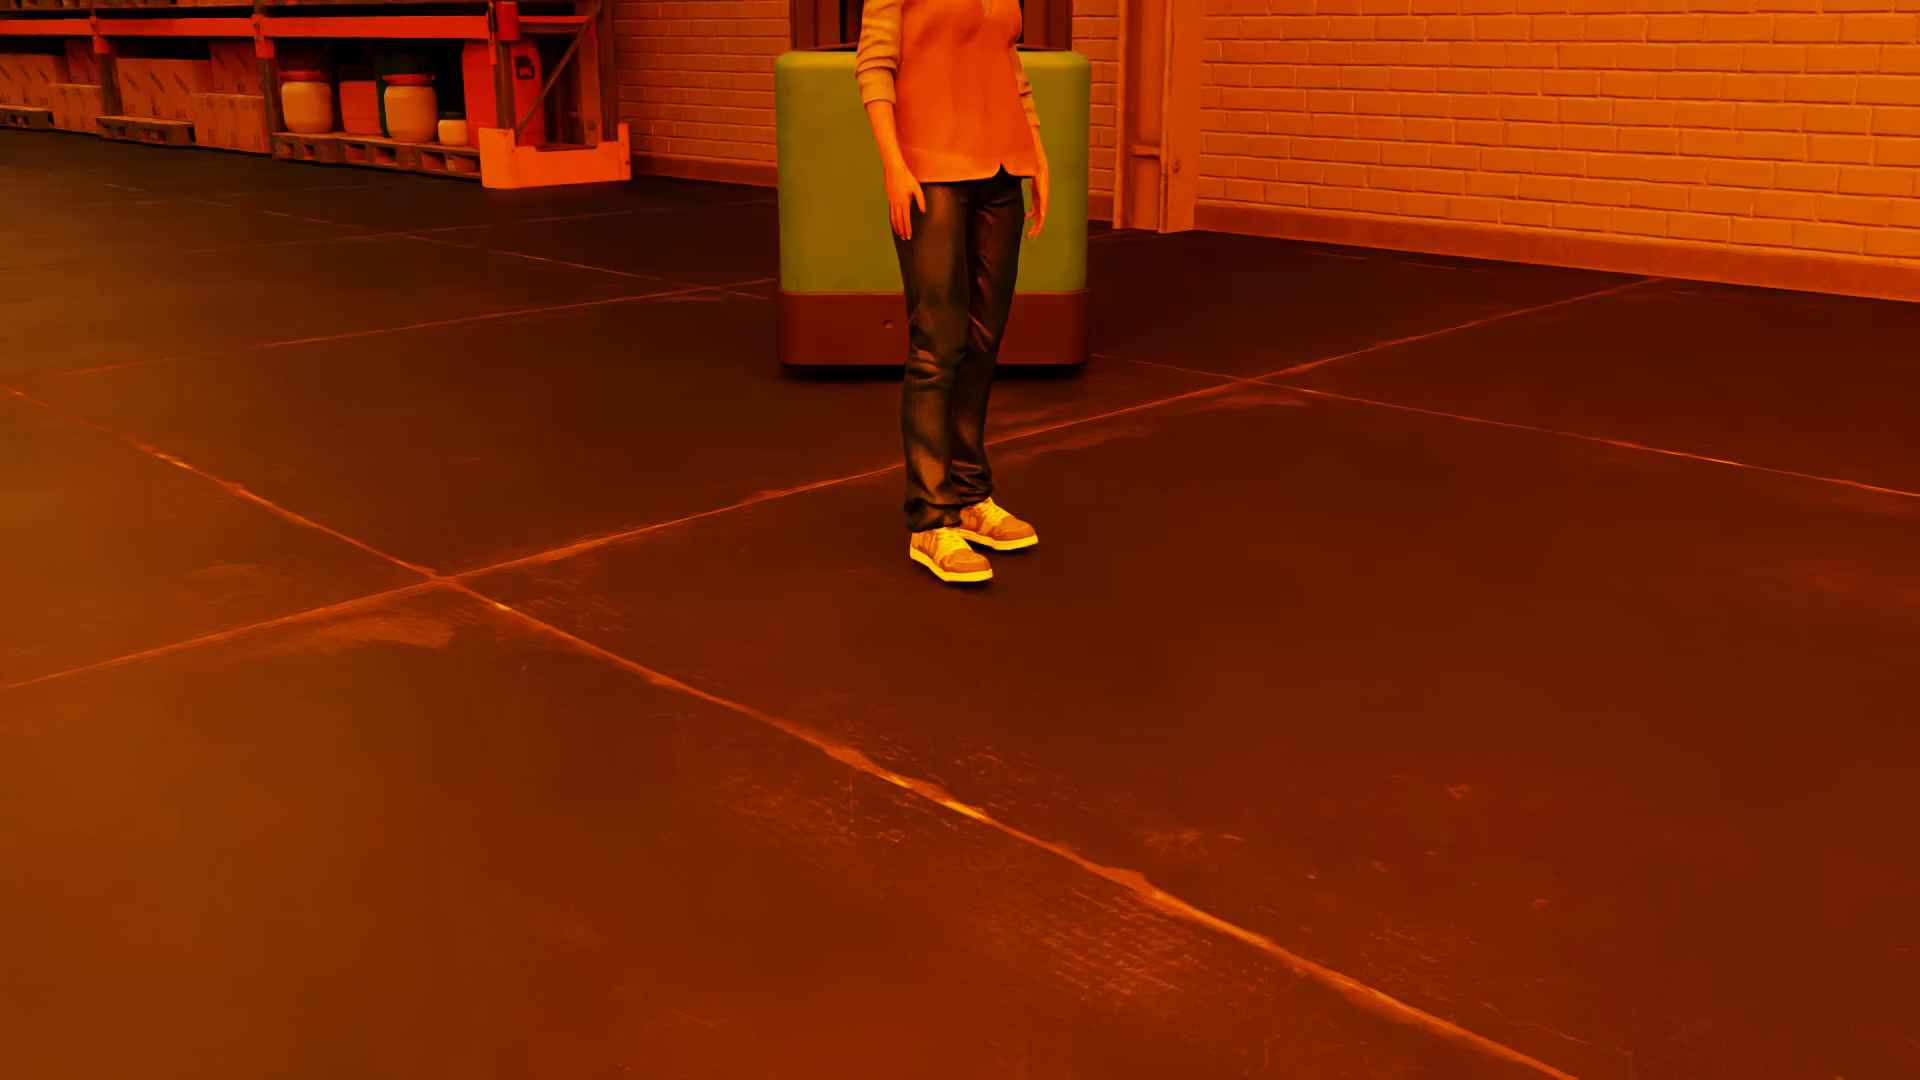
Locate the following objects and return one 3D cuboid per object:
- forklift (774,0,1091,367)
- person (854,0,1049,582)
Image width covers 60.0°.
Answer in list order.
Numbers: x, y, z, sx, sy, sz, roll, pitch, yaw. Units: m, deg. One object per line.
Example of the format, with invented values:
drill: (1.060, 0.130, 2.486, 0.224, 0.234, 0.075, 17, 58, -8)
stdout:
forklift: (-0.116, -2.360, 6.574, 1.130, 2.935, 3.031, 0, 17, -1)
person: (0.044, -0.751, 3.598, 0.473, 1.599, 0.521, 16, 23, 42)
